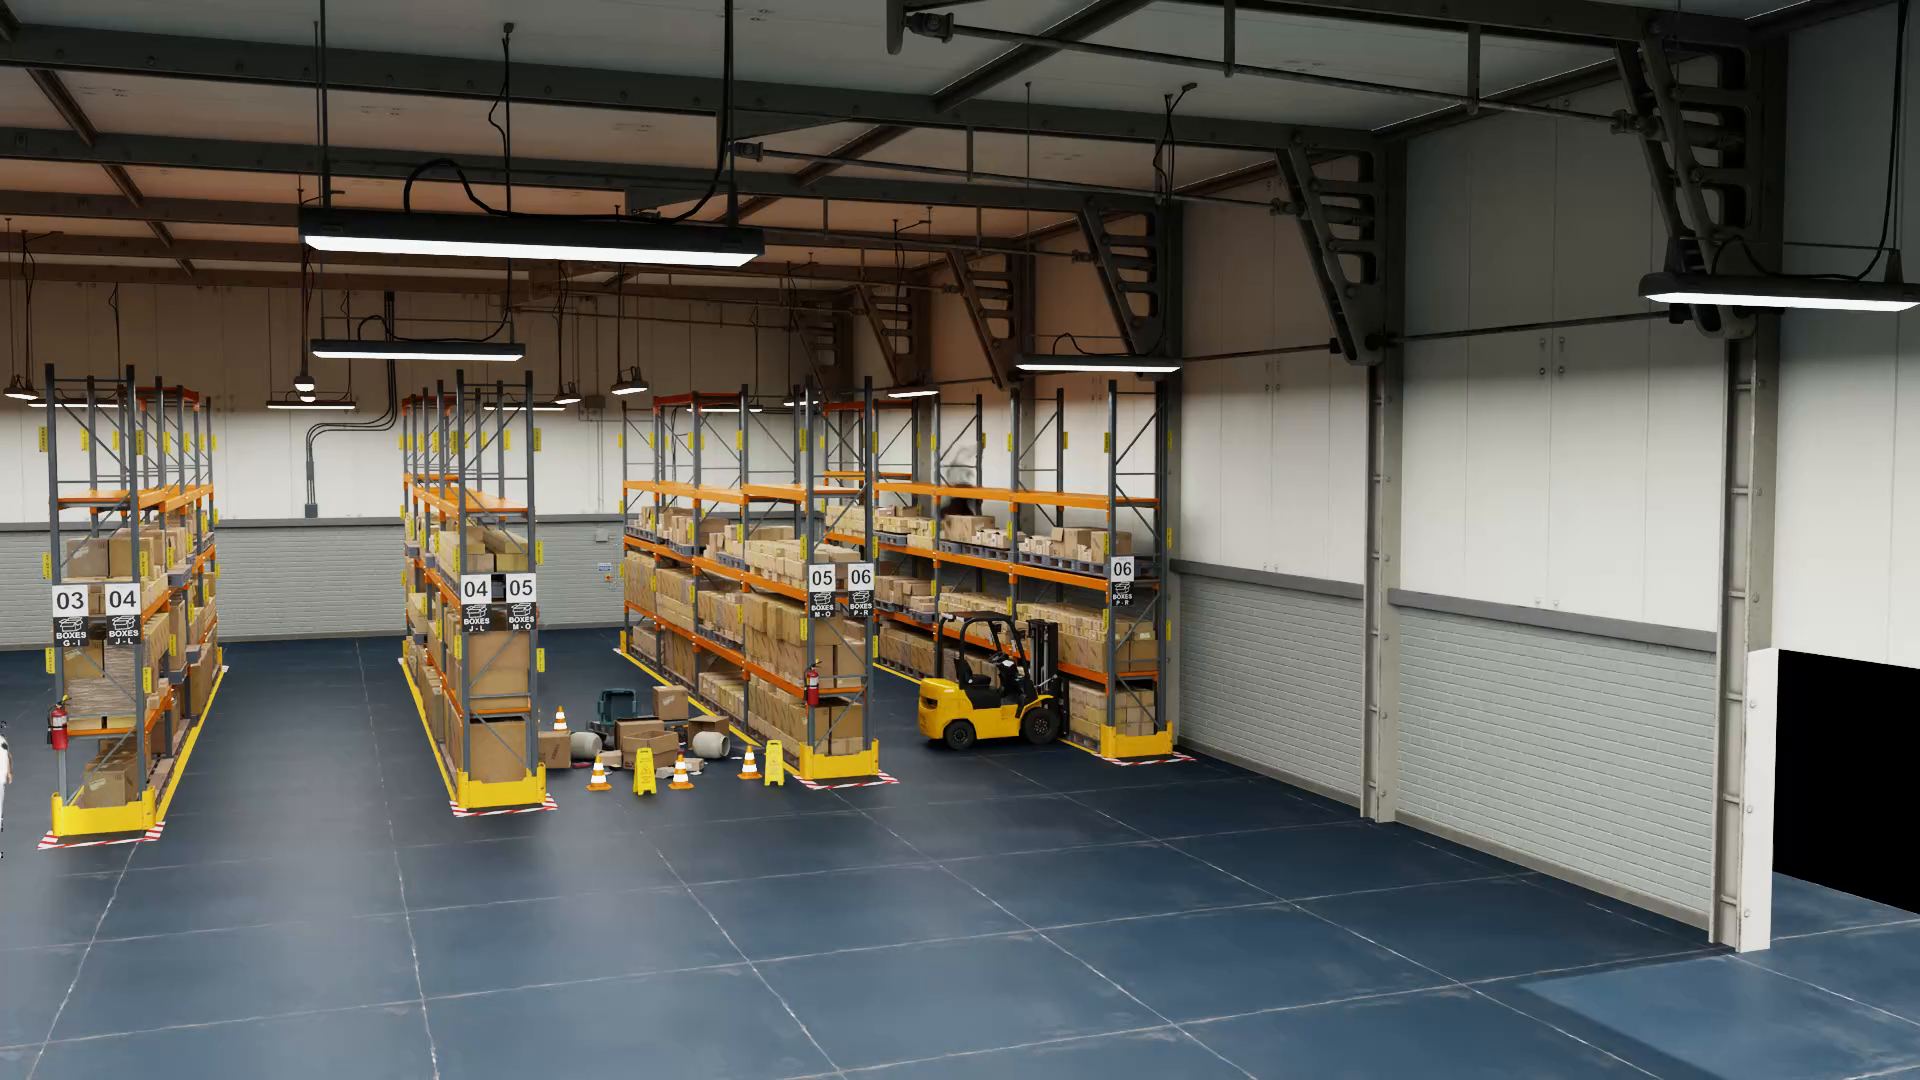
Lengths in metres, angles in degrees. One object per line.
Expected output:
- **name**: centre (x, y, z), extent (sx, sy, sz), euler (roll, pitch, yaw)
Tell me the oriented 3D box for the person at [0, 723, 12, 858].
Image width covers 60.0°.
- **person**: centre (-11.875, 2.989, 20.302), extent (0.925, 1.649, 0.690), euler (2, 4, 36)
